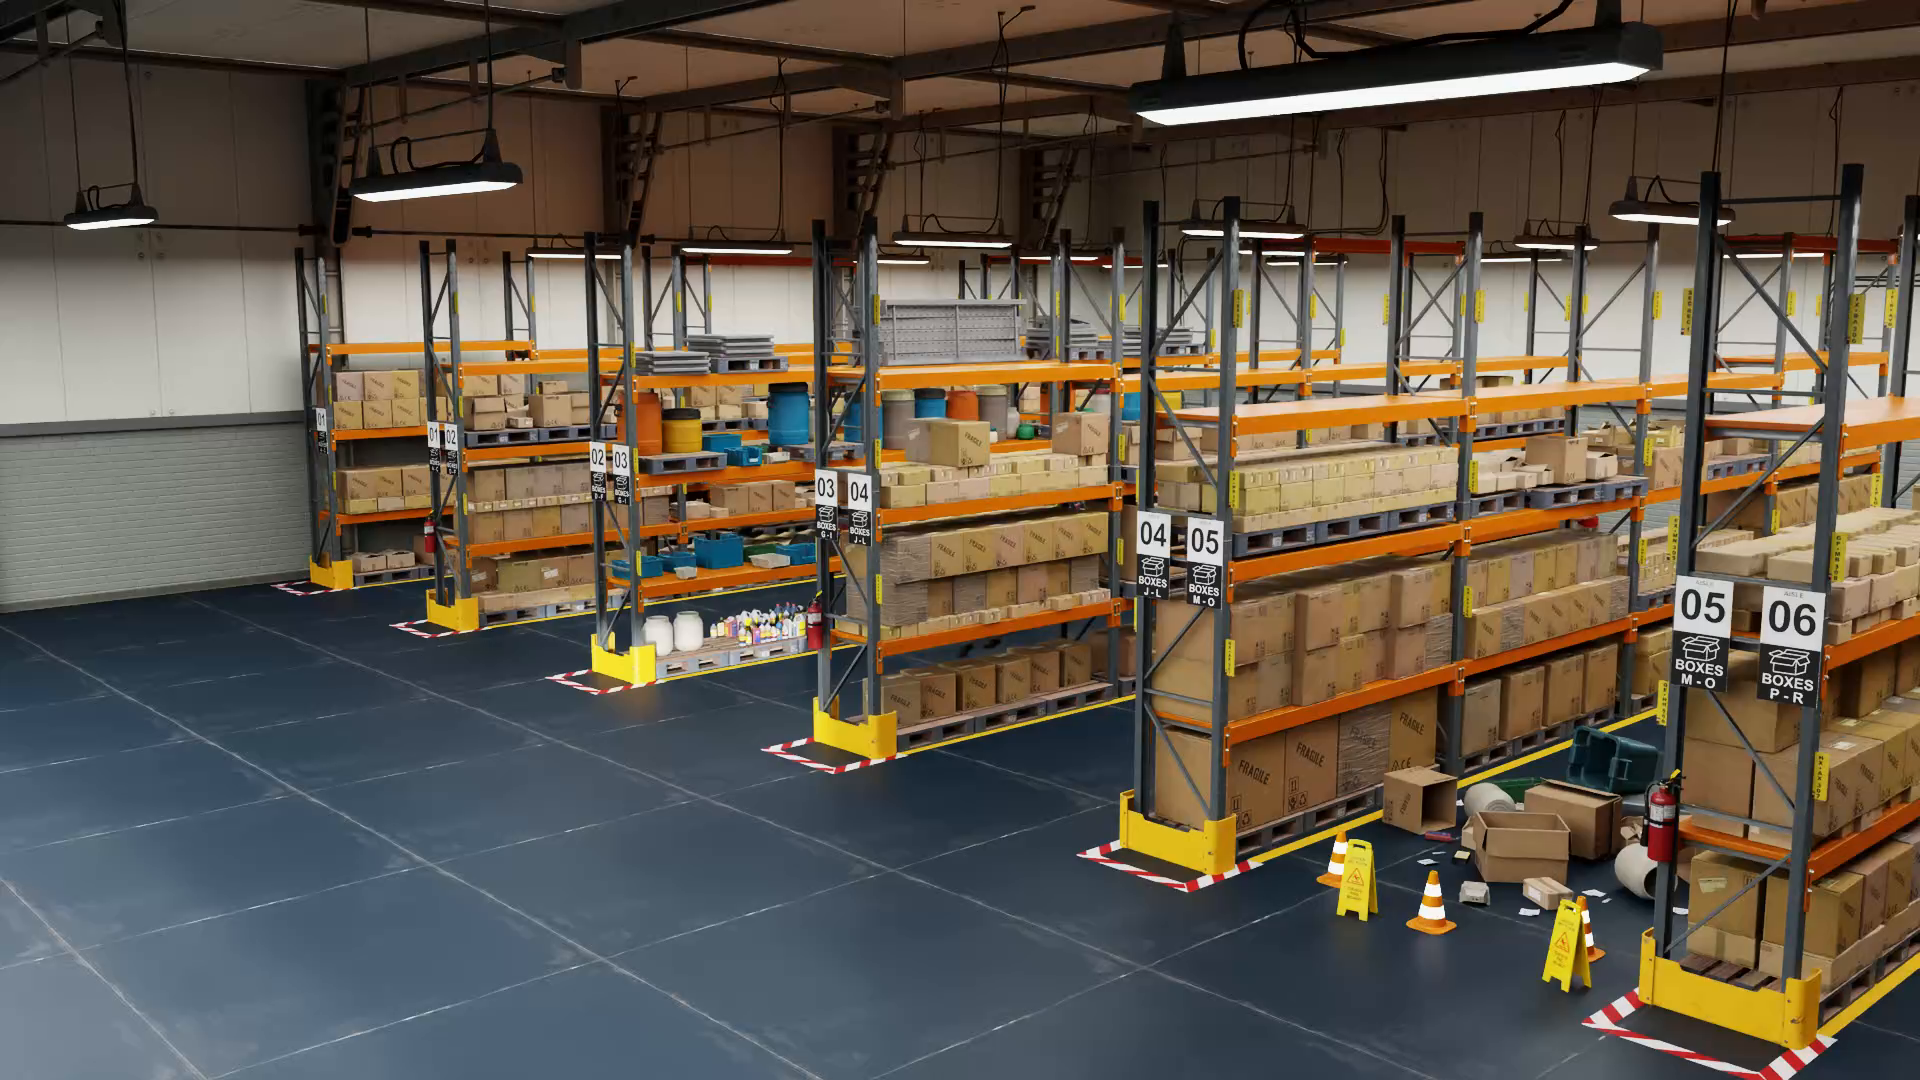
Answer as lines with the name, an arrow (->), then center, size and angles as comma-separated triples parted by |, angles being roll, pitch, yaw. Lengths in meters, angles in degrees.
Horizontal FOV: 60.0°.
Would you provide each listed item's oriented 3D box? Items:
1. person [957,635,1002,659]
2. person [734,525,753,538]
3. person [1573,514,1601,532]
person -> 0.272, 0.718, 22.767 | 0.729, 1.839, 0.637 | -7, 11, -38
person -> -4.070, -0.176, 31.847 | 0.894, 1.437, 0.557 | -7, 11, -40
person -> 11.337, -0.102, 30.182 | 0.657, 1.769, 0.835 | -2, 9, -15
